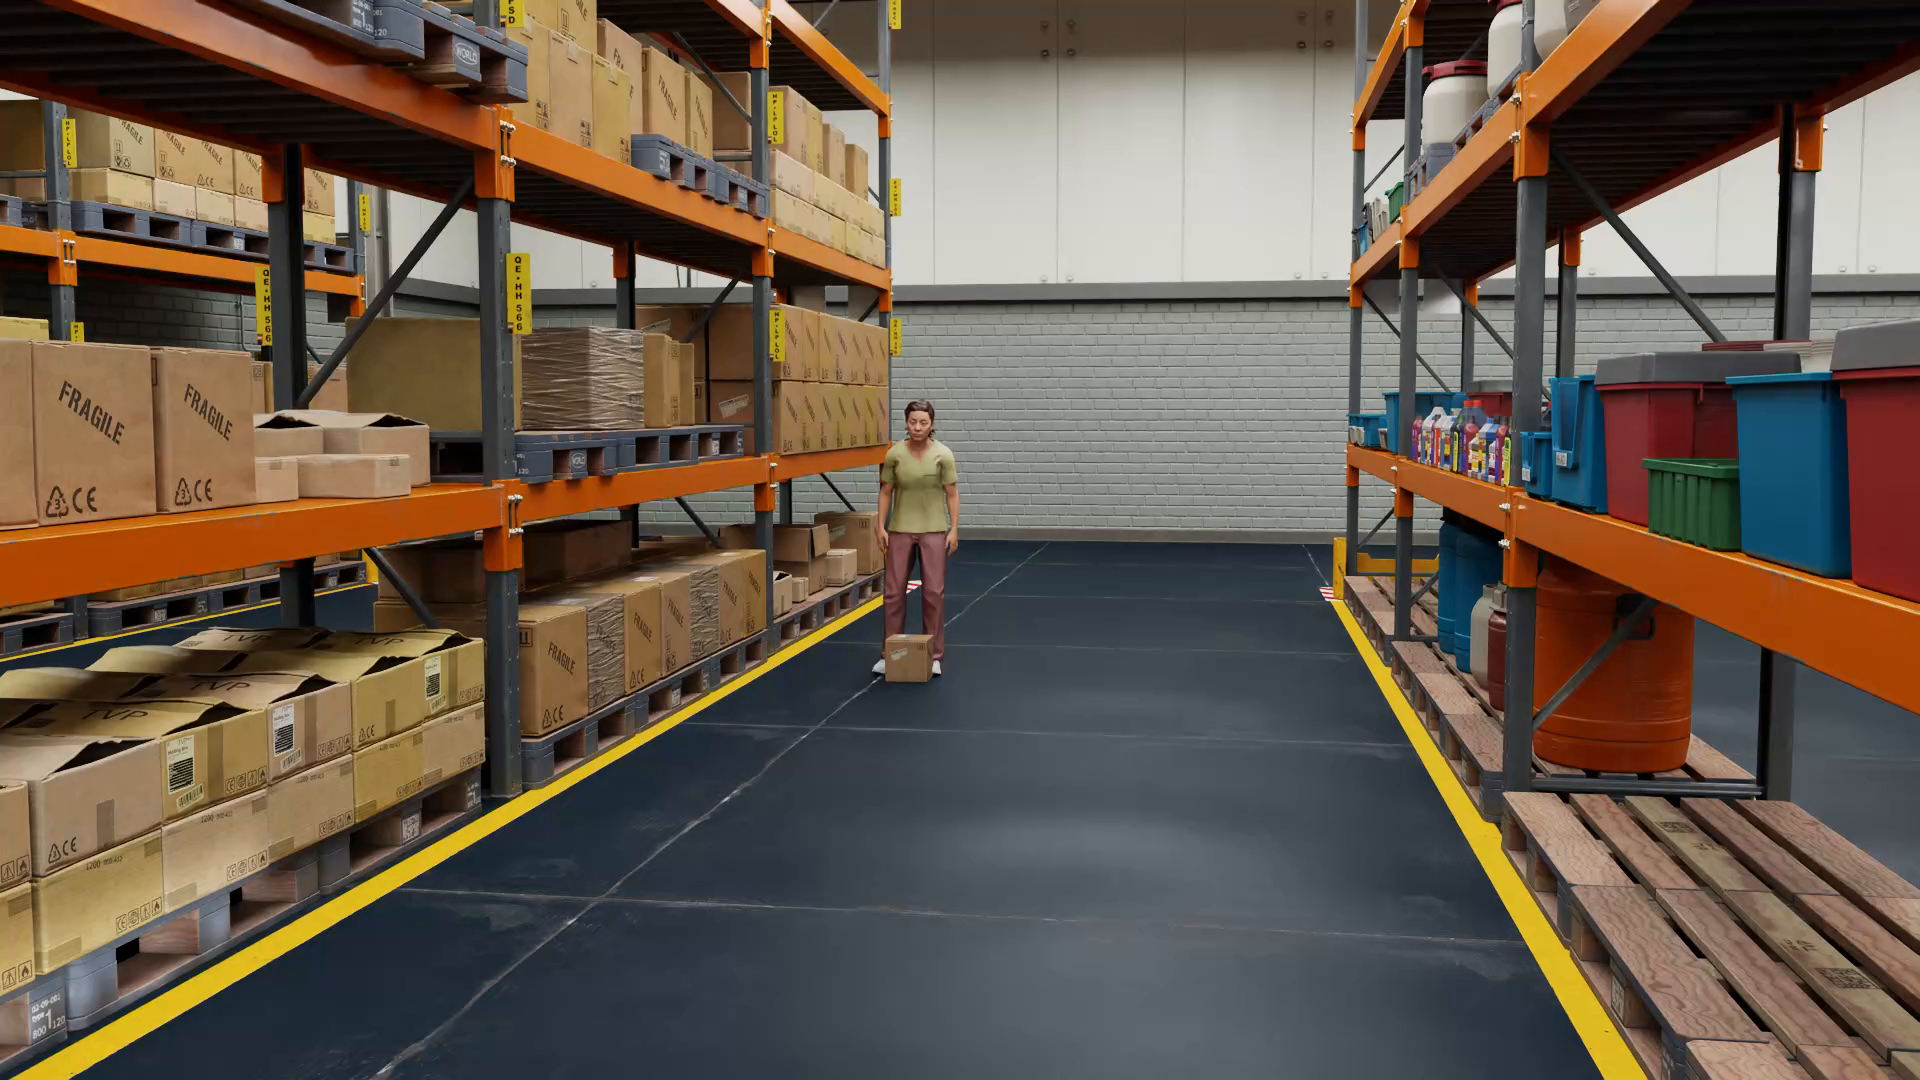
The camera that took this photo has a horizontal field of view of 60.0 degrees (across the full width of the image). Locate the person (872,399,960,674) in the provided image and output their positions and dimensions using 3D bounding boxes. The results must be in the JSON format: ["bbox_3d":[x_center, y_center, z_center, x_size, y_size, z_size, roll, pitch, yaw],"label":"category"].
[{"bbox_3d":[-0.265,-0.021,10.138,0.516,1.671,0.364,0,5,6],"label":"person"}]
